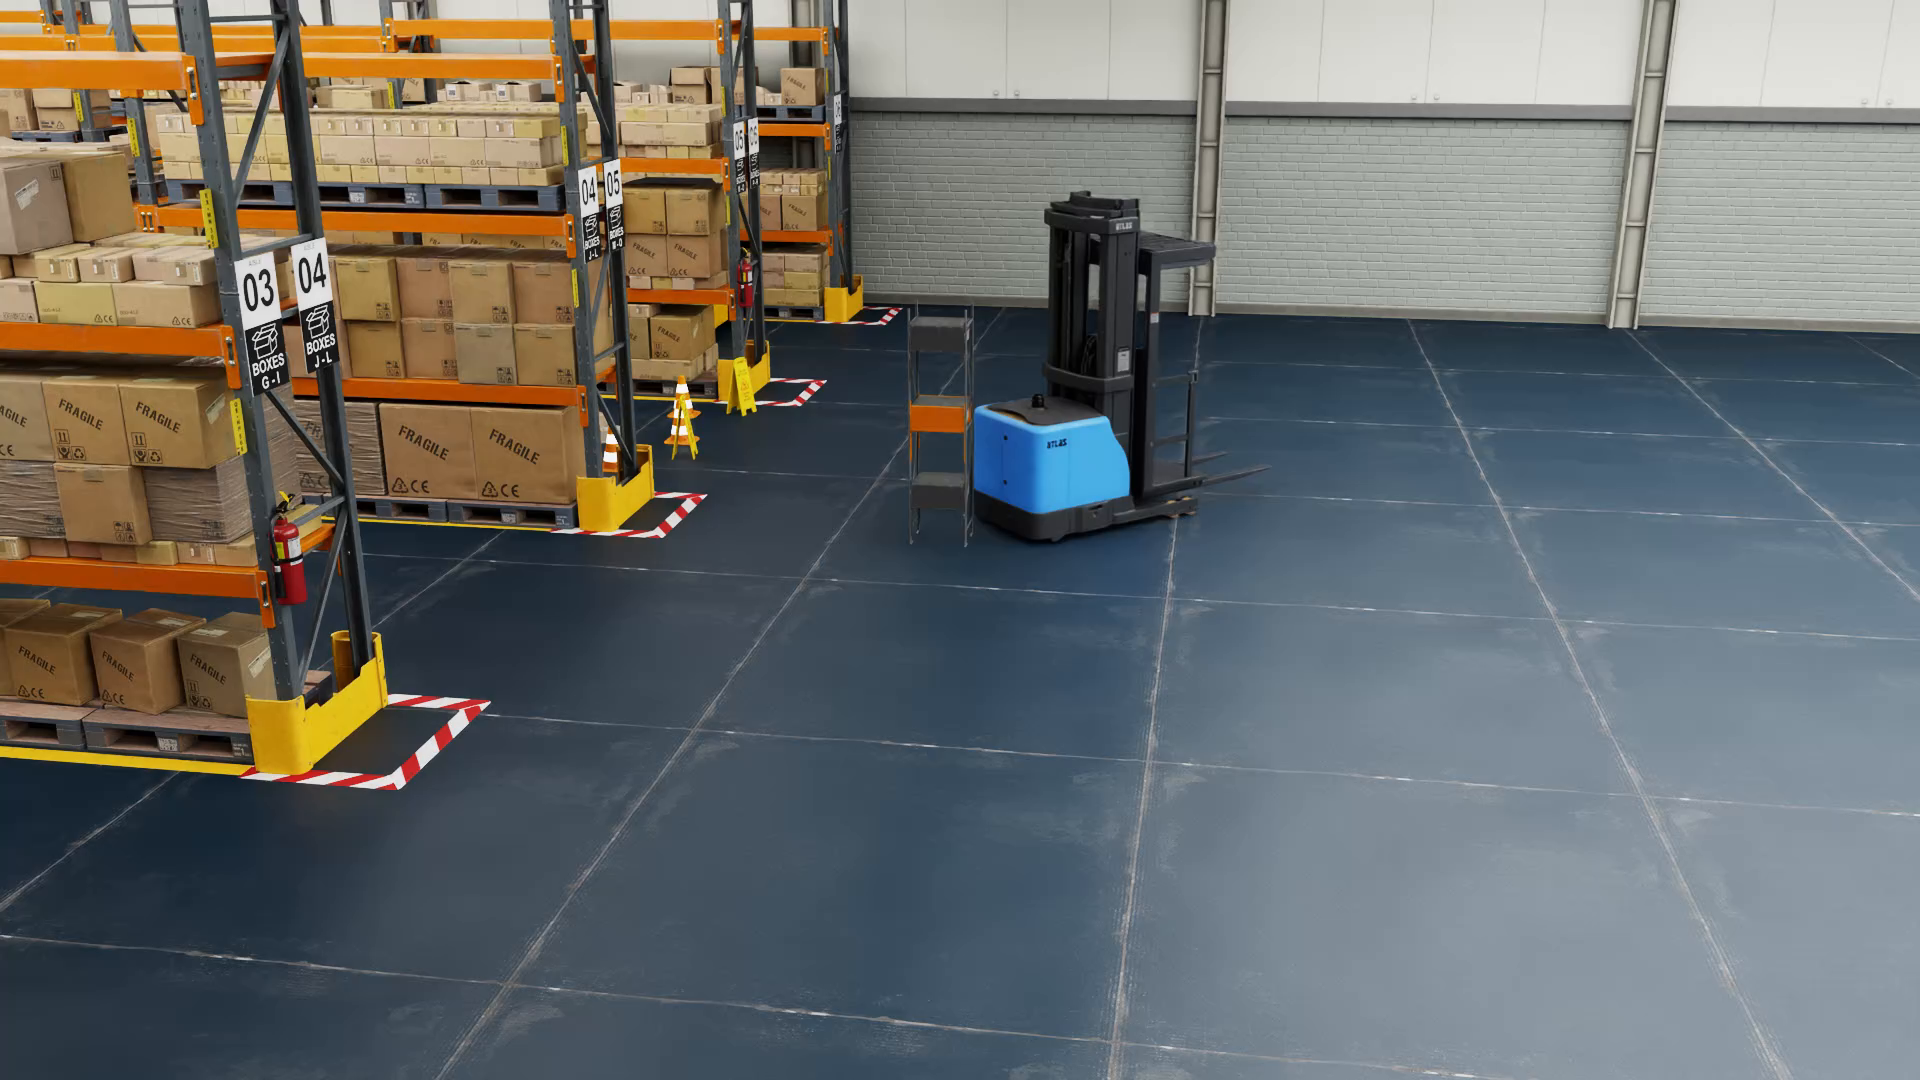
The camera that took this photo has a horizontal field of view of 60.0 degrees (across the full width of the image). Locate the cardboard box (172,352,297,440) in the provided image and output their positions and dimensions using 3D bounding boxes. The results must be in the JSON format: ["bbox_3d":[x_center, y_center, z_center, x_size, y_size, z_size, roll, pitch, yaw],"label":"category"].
[{"bbox_3d":[-4.612,-0.911,10.595,0.500,0.500,0.500,3,19,9],"label":"cardboard box"}]

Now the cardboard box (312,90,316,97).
[{"bbox_3d":[-9.978,-6.831,25.373,0.250,0.149,0.380,3,19,9],"label":"cardboard box"}]

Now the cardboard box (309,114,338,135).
[{"bbox_3d":[-5.613,-3.625,14.501,0.250,0.149,0.380,3,19,9],"label":"cardboard box"}]

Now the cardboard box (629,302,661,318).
[{"bbox_3d":[-3.746,-2.754,19.774,0.250,0.149,0.380,3,19,10],"label":"cardboard box"}]

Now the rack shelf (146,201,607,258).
[{"bbox_3d":[-5.200,-2.866,15.047,4.000,0.370,1.077,3,19,9],"label":"rack shelf"}]

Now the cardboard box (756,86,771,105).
[{"bbox_3d":[-2.873,-6.359,23.747,0.258,0.266,0.396,3,19,9],"label":"cardboard box"}]

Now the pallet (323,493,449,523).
[{"bbox_3d":[-5.229,-0.439,15.783,1.213,0.211,1.003,3,19,9],"label":"pallet"}]

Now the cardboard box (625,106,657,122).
[{"bbox_3d":[-3.667,-4.907,19.152,0.250,0.149,0.380,3,19,9],"label":"cardboard box"}]

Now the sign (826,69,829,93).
[{"bbox_3d":[-1.857,-6.430,23.296,0.005,0.325,0.100,3,19,9],"label":"sign"}]

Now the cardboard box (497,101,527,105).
[{"bbox_3d":[-5.354,-5.173,19.947,0.250,0.149,0.380,3,19,10],"label":"cardboard box"}]

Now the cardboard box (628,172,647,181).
[{"bbox_3d":[-4.675,-5.343,24.396,0.250,0.149,0.380,3,19,10],"label":"cardboard box"}]

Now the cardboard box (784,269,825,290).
[{"bbox_3d":[-2.287,-3.854,24.477,0.500,0.250,0.500,3,19,8],"label":"cardboard box"}]

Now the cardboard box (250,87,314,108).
[{"bbox_3d":[-8.093,-5.262,19.862,0.500,0.250,0.500,3,19,10],"label":"cardboard box"}]

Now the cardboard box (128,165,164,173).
[{"bbox_3d":[-12.651,-5.525,25.769,0.500,0.500,0.700,3,19,9],"label":"cardboard box"}]

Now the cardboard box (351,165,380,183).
[{"bbox_3d":[-5.114,-3.221,14.552,0.250,0.149,0.380,3,19,9],"label":"cardboard box"}]

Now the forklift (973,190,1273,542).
[{"bbox_3d":[1.617,-1.715,15.309,3.031,2.935,1.130,-12,22,-32],"label":"forklift"}]

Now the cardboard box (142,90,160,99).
[{"bbox_3d":[-12.115,-6.743,25.077,0.250,0.149,0.380,3,19,10],"label":"cardboard box"}]

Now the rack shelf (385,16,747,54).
[{"bbox_3d":[-4.515,-5.843,19.222,4.000,0.370,1.077,3,19,9],"label":"rack shelf"}]

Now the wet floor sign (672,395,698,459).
[{"bbox_3d":[-2.883,-1.186,17.331,0.232,0.644,0.267,0,19,-1],"label":"wet floor sign"}]

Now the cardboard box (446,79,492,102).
[{"bbox_3d":[-7.217,-6.622,24.460,0.500,0.311,0.500,2,19,7],"label":"cardboard box"}]

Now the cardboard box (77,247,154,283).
[{"bbox_3d":[-4.962,-1.621,9.801,0.250,0.149,0.380,2,19,6],"label":"cardboard box"}]

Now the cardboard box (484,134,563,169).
[{"bbox_3d":[-3.753,-3.360,14.338,0.500,0.250,0.500,3,19,9],"label":"cardboard box"}]

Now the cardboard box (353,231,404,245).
[{"bbox_3d":[-6.982,-3.780,20.085,0.500,0.500,0.500,3,19,8],"label":"cardboard box"}]

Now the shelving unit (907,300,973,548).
[{"bbox_3d":[-0.163,-1.004,14.495,0.503,2.100,0.431,3,19,9],"label":"shelving unit"}]

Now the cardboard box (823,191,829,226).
[{"bbox_3d":[-2.202,-4.954,24.725,0.500,0.500,0.500,4,19,10],"label":"cardboard box"}]

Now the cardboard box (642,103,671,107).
[{"bbox_3d":[-3.583,-5.078,19.666,0.250,0.149,0.380,3,19,8],"label":"cardboard box"}]

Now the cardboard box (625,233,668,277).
[{"bbox_3d":[-3.614,-3.396,19.598,0.500,0.500,0.500,3,19,9],"label":"cardboard box"}]

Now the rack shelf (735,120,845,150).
[{"bbox_3d":[-3.731,-5.977,24.345,4.000,0.370,1.077,3,19,9],"label":"rack shelf"}]

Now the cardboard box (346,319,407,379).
[{"bbox_3d":[-5.209,-1.861,15.403,0.500,0.550,0.875,3,19,9],"label":"cardboard box"}]

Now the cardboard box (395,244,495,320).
[{"bbox_3d":[-4.675,-2.367,15.213,0.550,0.550,0.875,3,19,9],"label":"cardboard box"}]

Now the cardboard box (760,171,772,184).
[{"bbox_3d":[-2.889,-5.286,24.226,0.250,0.149,0.380,3,19,9],"label":"cardboard box"}]

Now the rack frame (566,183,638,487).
[{"bbox_3d":[-3.226,-1.684,15.108,0.127,3.000,1.000,3,19,9],"label":"rack frame"}]

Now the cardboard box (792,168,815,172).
[{"bbox_3d":[-2.307,-5.408,24.589,0.250,0.149,0.380,4,19,11],"label":"cardboard box"}]

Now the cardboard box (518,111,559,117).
[{"bbox_3d":[-3.752,-3.741,14.850,0.250,0.149,0.380,3,19,9],"label":"cardboard box"}]

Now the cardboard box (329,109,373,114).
[{"bbox_3d":[-5.518,-3.831,15.117,0.250,0.149,0.380,3,19,8],"label":"cardboard box"}]

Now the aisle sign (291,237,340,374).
[{"bbox_3d":[-4.004,-1.459,10.338,0.004,0.787,0.394,3,19,9],"label":"aisle sign"}]

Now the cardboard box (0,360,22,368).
[{"bbox_3d":[-6.175,-0.825,10.339,0.500,0.500,0.500,3,19,9],"label":"cardboard box"}]

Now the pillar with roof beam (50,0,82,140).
[{"bbox_3d":[-14.832,-7.212,22.177,0.400,9.000,9.100,3,19,9],"label":"pillar with roof beam"}]

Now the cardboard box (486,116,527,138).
[{"bbox_3d":[-3.858,-3.535,14.235,0.250,0.149,0.380,3,19,9],"label":"cardboard box"}]

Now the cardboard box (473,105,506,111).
[{"bbox_3d":[-5.455,-4.963,19.320,0.250,0.149,0.380,3,19,8],"label":"cardboard box"}]

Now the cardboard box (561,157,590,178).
[{"bbox_3d":[-3.513,-3.351,14.941,0.250,0.149,0.380,3,19,9],"label":"cardboard box"}]

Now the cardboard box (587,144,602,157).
[{"bbox_3d":[-4.197,-4.546,19.332,0.250,0.149,0.380,2,19,7],"label":"cardboard box"}]

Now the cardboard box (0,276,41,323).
[{"bbox_3d":[-5.627,-1.484,10.019,0.500,0.250,0.500,3,19,10],"label":"cardboard box"}]

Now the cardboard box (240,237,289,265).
[{"bbox_3d":[-4.348,-1.762,10.222,0.250,0.149,0.380,3,19,8],"label":"cardboard box"}]

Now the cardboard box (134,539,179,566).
[{"bbox_3d":[-4.928,0.025,10.396,0.250,0.149,0.380,3,19,9],"label":"cardboard box"}]

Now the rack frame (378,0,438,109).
[{"bbox_3d":[-6.490,-6.286,19.408,0.127,3.000,1.000,3,19,9],"label":"rack frame"}]

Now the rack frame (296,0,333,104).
[{"bbox_3d":[-9.656,-8.042,24.658,0.127,3.000,1.000,3,19,9],"label":"rack frame"}]

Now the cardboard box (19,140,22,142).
[{"bbox_3d":[-8.989,-3.651,15.652,0.258,0.266,0.396,3,19,9],"label":"cardboard box"}]

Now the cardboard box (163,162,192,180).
[{"bbox_3d":[-6.870,-3.310,14.818,0.250,0.149,0.380,3,19,8],"label":"cardboard box"}]

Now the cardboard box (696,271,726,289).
[{"bbox_3d":[-2.944,-3.072,19.654,0.250,0.149,0.380,4,19,10],"label":"cardboard box"}]

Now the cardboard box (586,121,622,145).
[{"bbox_3d":[-4.098,-4.724,19.234,0.500,0.250,0.500,3,19,10],"label":"cardboard box"}]

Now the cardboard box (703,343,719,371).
[{"bbox_3d":[-3.293,-2.262,20.508,0.500,0.250,0.500,3,19,8],"label":"cardboard box"}]

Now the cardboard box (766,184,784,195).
[{"bbox_3d":[-2.647,-5.115,24.184,0.250,0.149,0.380,3,19,10],"label":"cardboard box"}]

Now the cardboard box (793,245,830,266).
[{"bbox_3d":[-2.201,-4.248,24.867,0.500,0.250,0.500,3,19,8],"label":"cardboard box"}]

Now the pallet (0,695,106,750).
[{"bbox_3d":[-6.185,1.070,11.274,1.213,0.211,1.003,3,19,9],"label":"pallet"}]

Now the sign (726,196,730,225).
[{"bbox_3d":[-2.648,-3.766,19.007,0.005,0.325,0.100,3,19,9],"label":"sign"}]
